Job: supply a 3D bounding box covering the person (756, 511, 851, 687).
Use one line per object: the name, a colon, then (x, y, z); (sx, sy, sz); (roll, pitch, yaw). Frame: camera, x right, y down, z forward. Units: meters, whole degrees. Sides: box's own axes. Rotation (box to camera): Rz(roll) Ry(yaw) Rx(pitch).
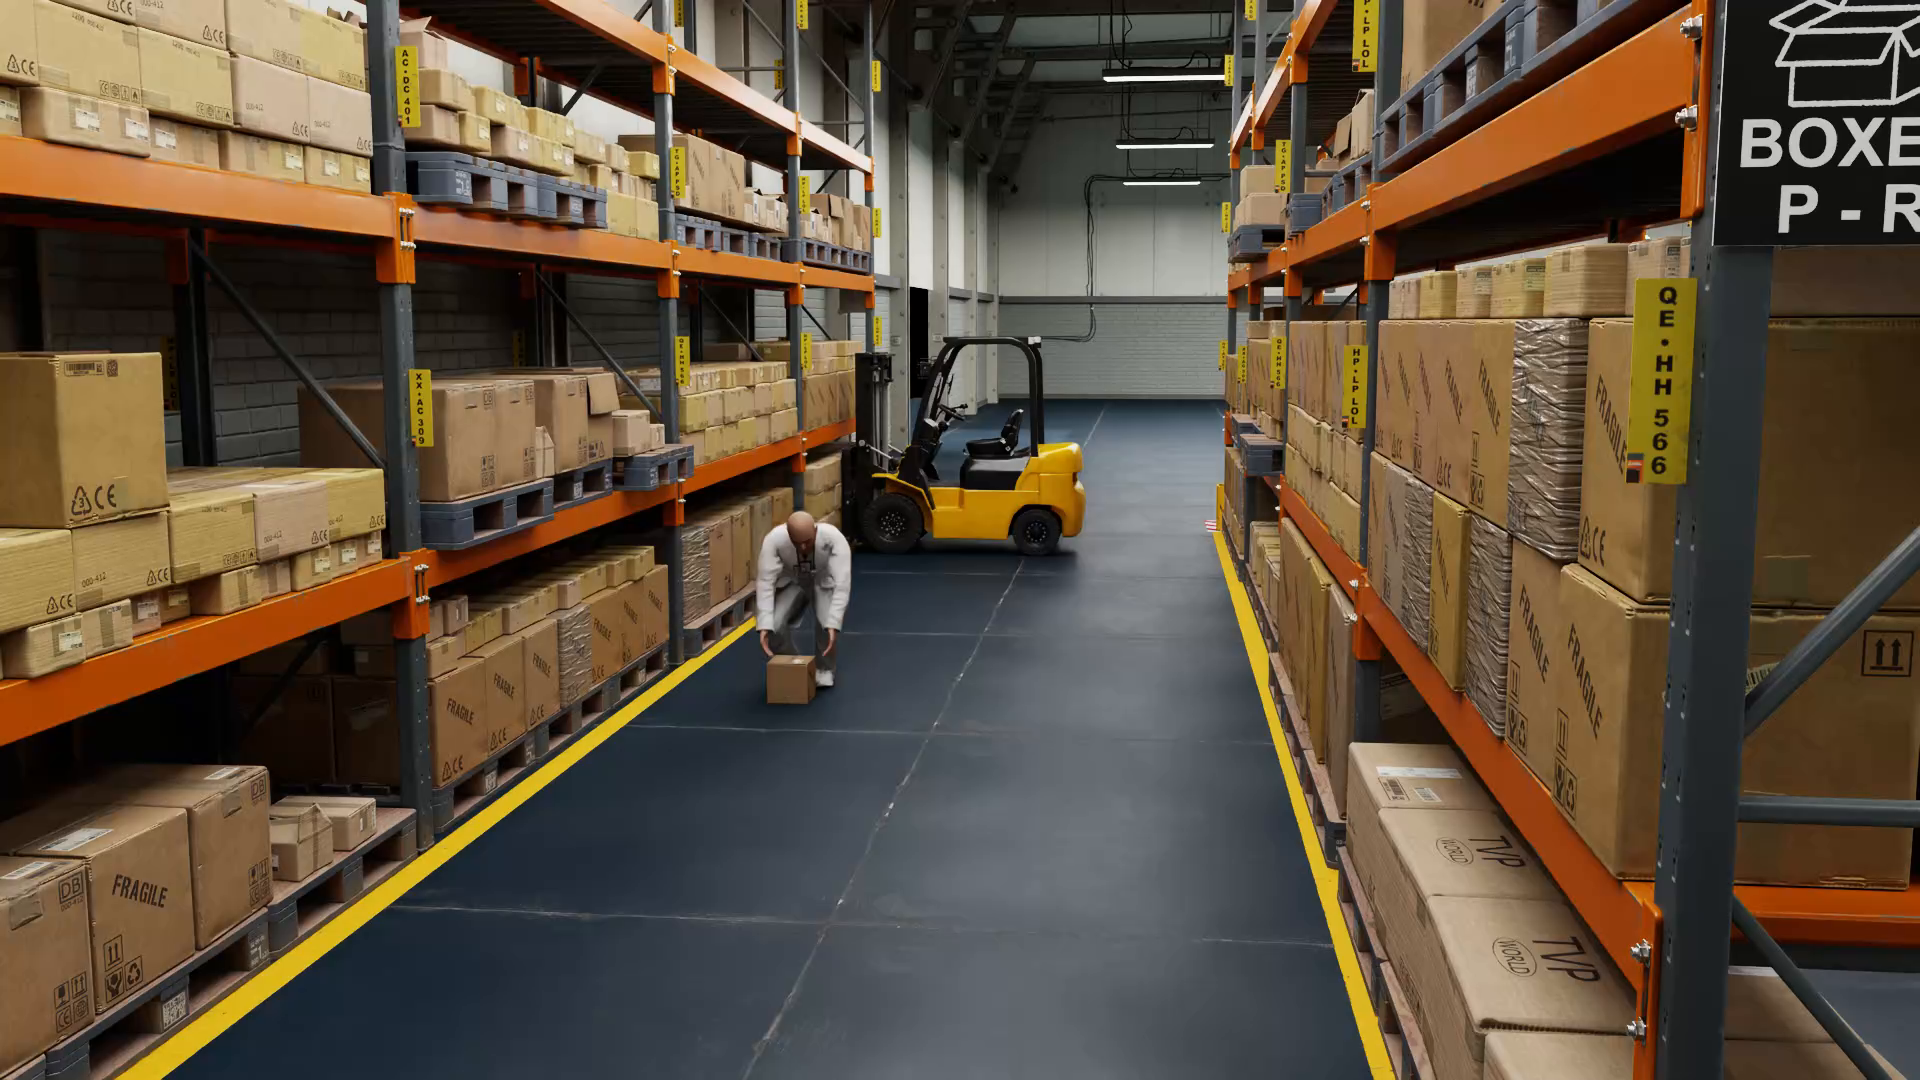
person: (-0.967, 0.355, 10.546); (0.623, 1.153, 0.842); (1, 7, 7)
